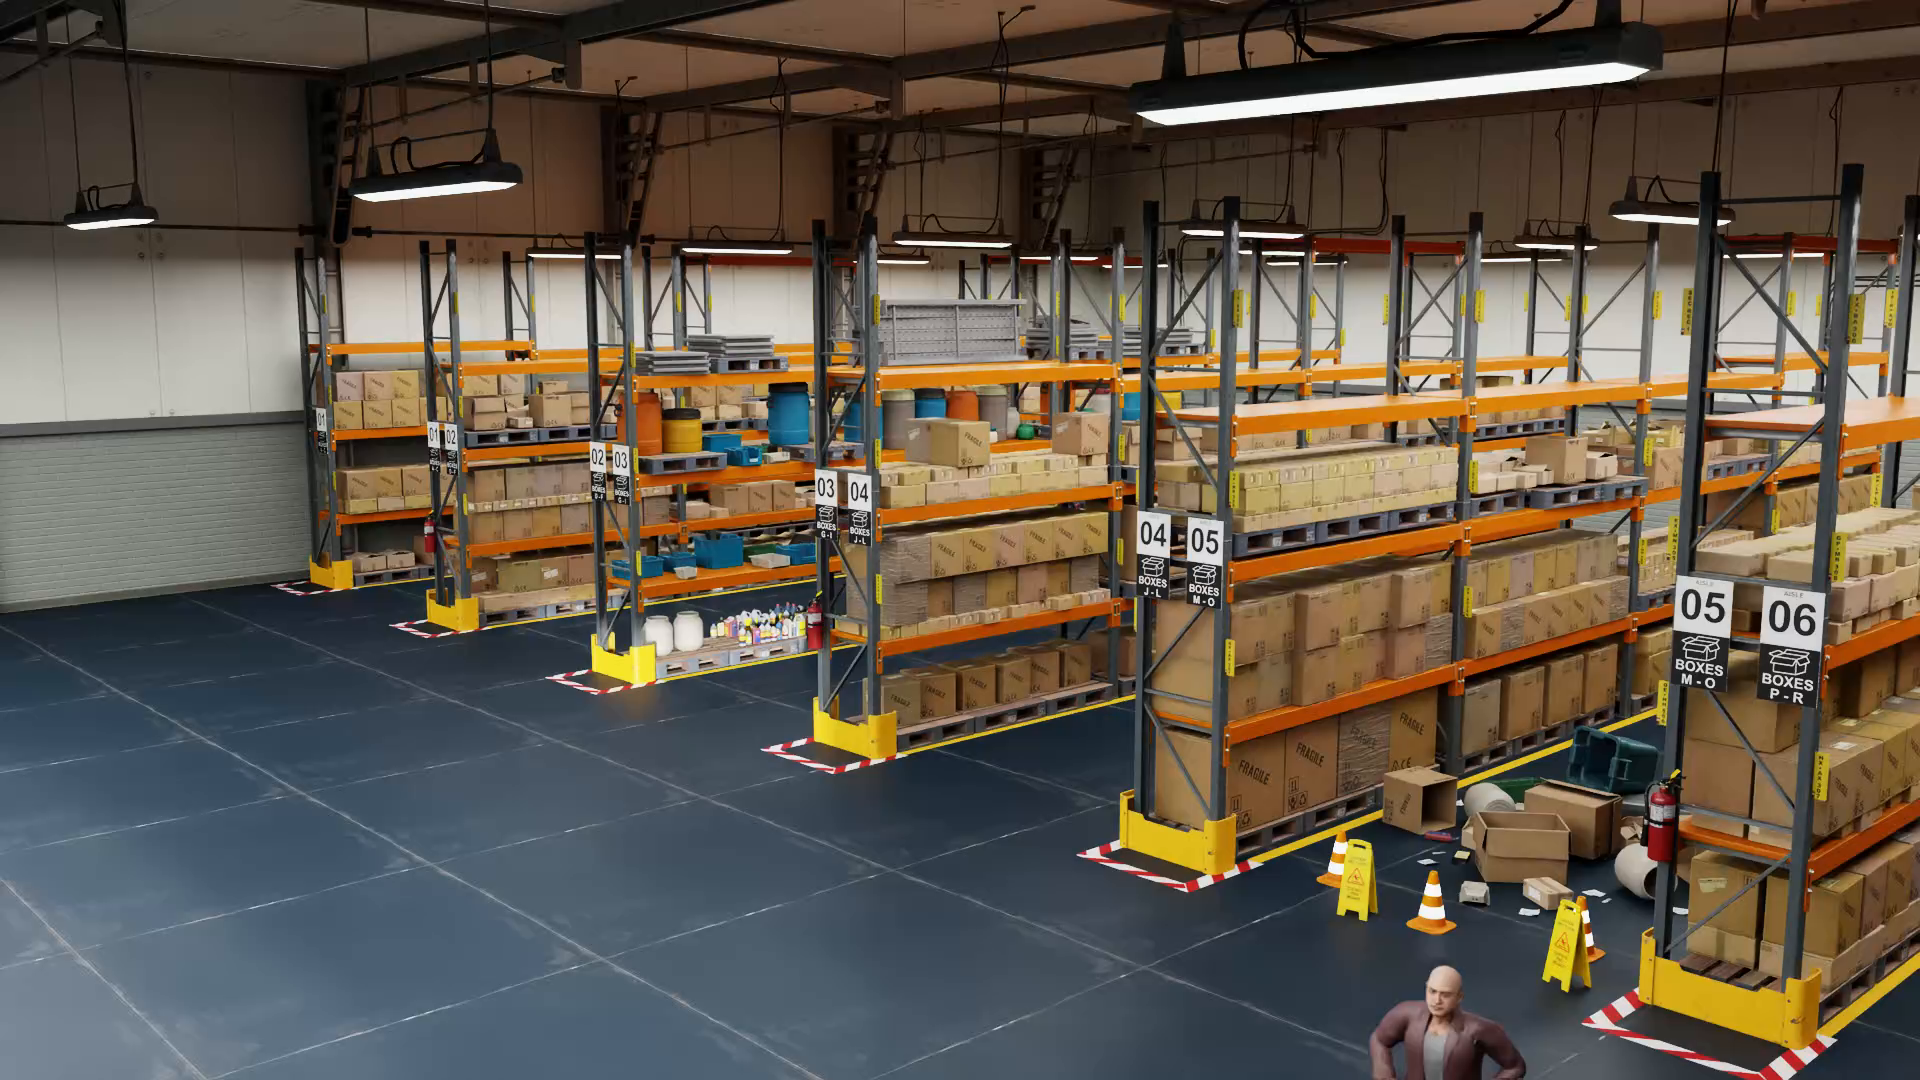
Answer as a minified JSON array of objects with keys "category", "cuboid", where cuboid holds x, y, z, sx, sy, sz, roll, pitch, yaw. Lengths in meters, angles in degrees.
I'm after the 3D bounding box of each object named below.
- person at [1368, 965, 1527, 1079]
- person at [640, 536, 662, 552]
[{"category":"person","cuboid":[2.458,3.057,8.734,0.937,1.779,0.831,5,10,31]},{"category":"person","cuboid":[-5.886,-0.195,31.082,0.706,1.732,1.052,5,10,32]}]
